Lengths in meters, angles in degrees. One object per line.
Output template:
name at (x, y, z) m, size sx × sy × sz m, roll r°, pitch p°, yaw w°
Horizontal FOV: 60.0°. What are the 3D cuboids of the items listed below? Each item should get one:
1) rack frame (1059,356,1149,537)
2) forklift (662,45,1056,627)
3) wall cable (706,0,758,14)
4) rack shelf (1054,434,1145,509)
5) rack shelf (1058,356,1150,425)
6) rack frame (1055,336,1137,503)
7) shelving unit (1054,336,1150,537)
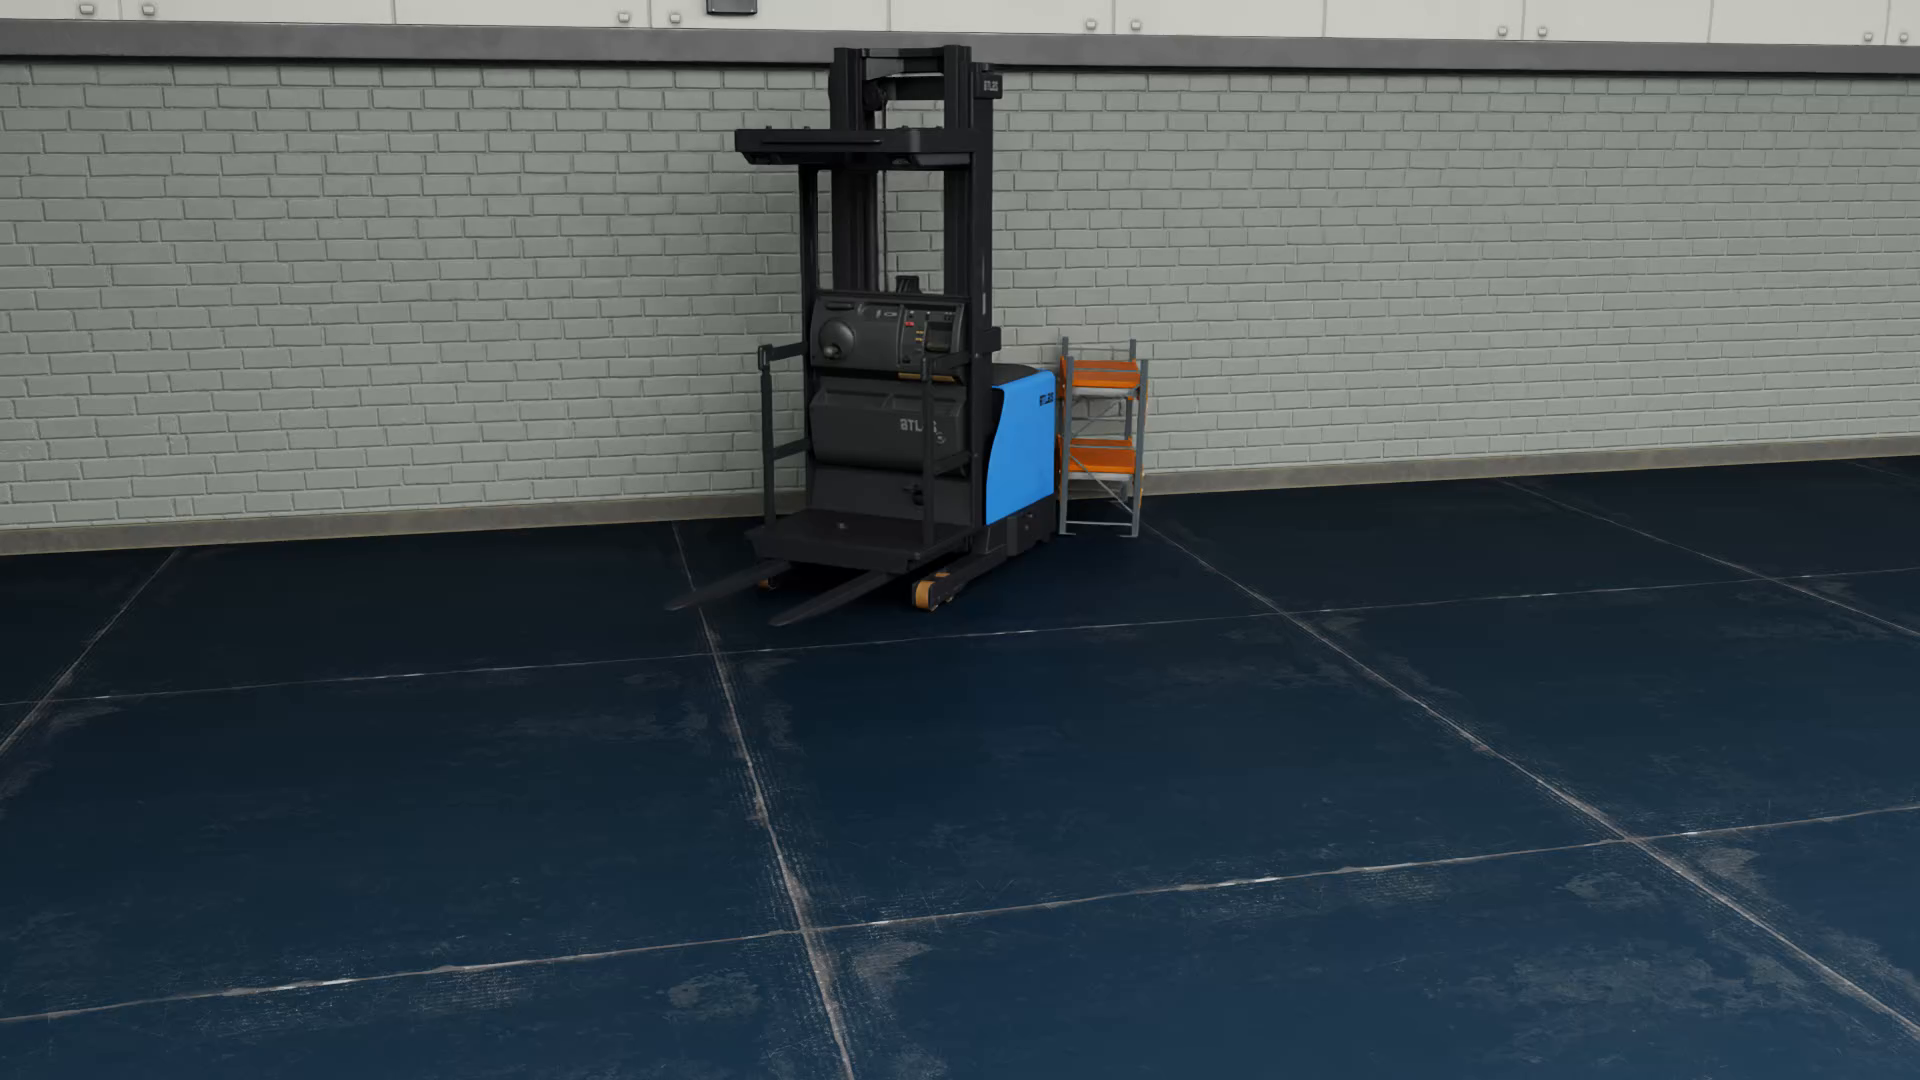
rack frame at (0.893, -0.576, 10.377) m, size 0.500 × 1.125 × 0.032 m, roll 2°, pitch 14°, yaw 1°
forklift at (-0.497, -1.162, 9.009) m, size 1.130 × 2.935 × 3.031 m, roll 7°, pitch 15°, yaw 25°
wall cable at (-0.433, -6.226, 9.783) m, size 2.305 × 6.003 × 0.169 m, roll -3°, pitch 14°, yaw -13°
rack shelf at (0.901, -0.460, 10.929) m, size 0.538 × 0.278 × 1.000 m, roll 2°, pitch 14°, yaw 1°
rack shelf at (0.918, -0.981, 10.801) m, size 0.538 × 0.278 × 1.000 m, roll 2°, pitch 14°, yaw 1°
rack frame at (0.924, -0.818, 11.364) m, size 0.500 × 1.125 × 0.032 m, roll 2°, pitch 14°, yaw 1°
shelving unit at (0.909, -0.697, 10.871) m, size 0.538 × 1.125 × 1.048 m, roll 2°, pitch 14°, yaw 1°
